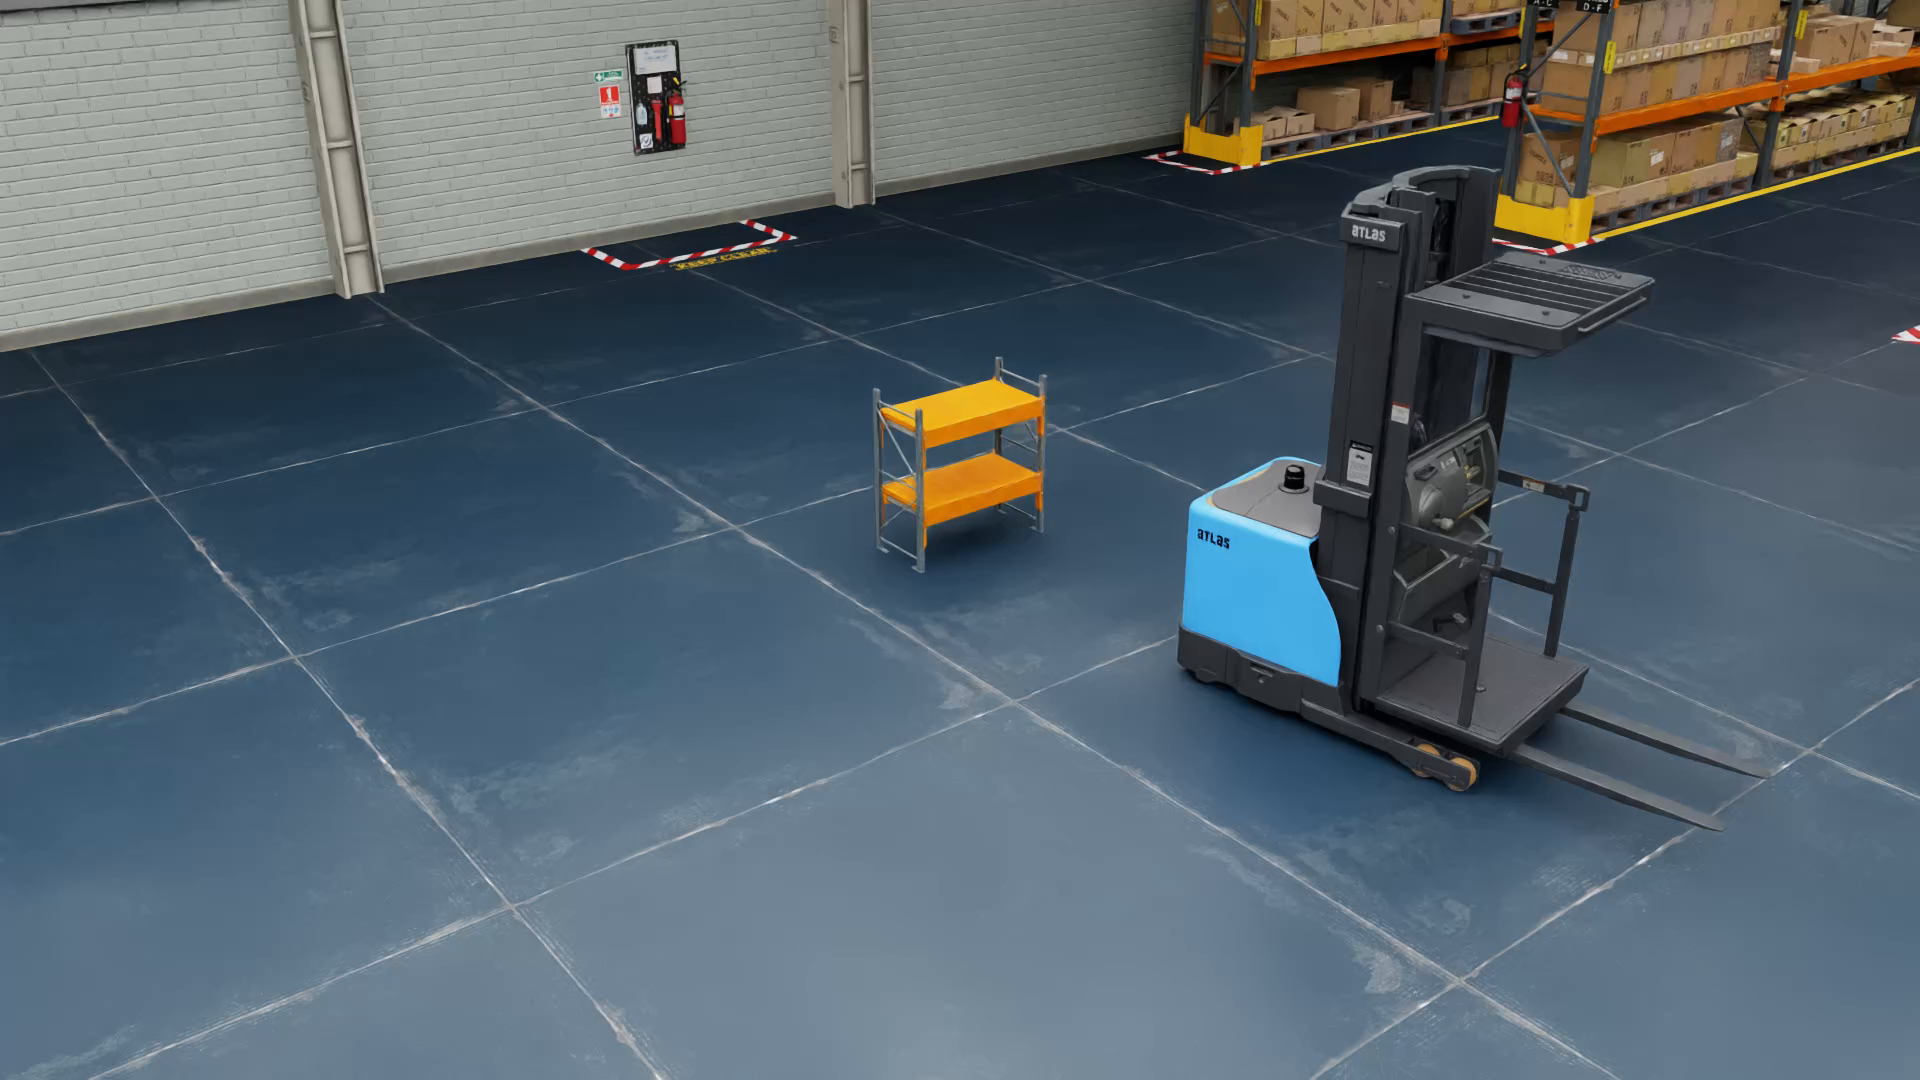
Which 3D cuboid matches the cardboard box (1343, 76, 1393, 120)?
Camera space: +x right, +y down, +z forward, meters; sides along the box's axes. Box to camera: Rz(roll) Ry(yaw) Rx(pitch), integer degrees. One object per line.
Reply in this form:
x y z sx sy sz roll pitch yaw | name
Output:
5.802 -6.302 23.712 0.500 0.500 0.500 -21 32 -38 | cardboard box

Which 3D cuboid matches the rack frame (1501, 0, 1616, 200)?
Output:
6.506 -4.840 18.115 0.127 3.000 1.000 -18 31 -34 | rack frame

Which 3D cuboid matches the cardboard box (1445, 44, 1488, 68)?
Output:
7.507 -7.237 24.836 0.500 0.250 0.500 -19 31 -35 | cardboard box

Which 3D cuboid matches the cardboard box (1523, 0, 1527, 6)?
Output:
8.411 -8.346 25.030 0.500 0.500 0.700 -18 31 -34 | cardboard box

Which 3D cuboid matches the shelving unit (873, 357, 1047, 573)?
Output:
0.005 -0.512 11.017 1.048 1.125 0.538 -18 31 -34 | shelving unit

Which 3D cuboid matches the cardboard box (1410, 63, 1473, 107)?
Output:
7.163 -6.781 24.745 0.500 0.500 0.700 -17 30 -32 | cardboard box

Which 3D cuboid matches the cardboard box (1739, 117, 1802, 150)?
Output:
10.132 -5.101 20.780 0.500 0.311 0.500 -18 30 -34 | cardboard box

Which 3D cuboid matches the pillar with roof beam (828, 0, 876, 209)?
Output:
1.398 -6.685 14.964 0.400 9.000 9.100 -18 31 -34 | pillar with roof beam

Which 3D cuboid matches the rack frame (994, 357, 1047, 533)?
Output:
0.405 -0.644 11.302 0.032 1.125 0.500 -18 31 -34 | rack frame

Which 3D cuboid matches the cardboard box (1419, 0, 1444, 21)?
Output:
6.413 -7.575 23.272 0.500 0.500 0.500 -18 31 -34 | cardboard box

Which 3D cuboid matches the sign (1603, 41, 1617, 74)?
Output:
6.844 -5.083 17.517 0.005 0.325 0.100 -18 31 -34 | sign

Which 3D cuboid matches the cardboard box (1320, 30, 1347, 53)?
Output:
4.830 -6.712 22.305 0.500 0.250 0.500 -19 31 -35 | cardboard box

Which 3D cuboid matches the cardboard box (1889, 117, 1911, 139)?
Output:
12.538 -5.644 22.615 0.500 0.250 0.500 -17 30 -33 | cardboard box

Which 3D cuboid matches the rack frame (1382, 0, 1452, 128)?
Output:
6.594 -7.519 23.888 0.127 3.000 1.000 -18 31 -34 | rack frame

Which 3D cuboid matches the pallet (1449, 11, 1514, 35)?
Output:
7.285 -7.582 24.252 1.213 0.211 1.003 -18 31 -34 | pallet

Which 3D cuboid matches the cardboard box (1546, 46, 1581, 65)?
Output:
6.689 -5.342 18.307 0.250 0.149 0.380 -19 31 -35 | cardboard box

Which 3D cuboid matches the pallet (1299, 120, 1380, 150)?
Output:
5.126 -5.749 23.387 1.213 0.211 1.003 -18 31 -34 | pallet

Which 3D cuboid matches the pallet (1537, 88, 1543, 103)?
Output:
9.126 -7.091 26.277 1.213 0.211 1.003 -18 31 -34 | pallet

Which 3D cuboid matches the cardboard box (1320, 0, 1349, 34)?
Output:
4.813 -7.043 22.125 0.500 0.500 0.500 -19 31 -36 | cardboard box

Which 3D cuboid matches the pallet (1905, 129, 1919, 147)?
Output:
13.412 -5.834 23.571 1.213 0.211 1.003 -18 31 -34 | pallet

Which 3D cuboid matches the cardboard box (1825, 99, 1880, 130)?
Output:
11.737 -5.631 21.920 0.500 0.311 0.500 -18 31 -34 | cardboard box

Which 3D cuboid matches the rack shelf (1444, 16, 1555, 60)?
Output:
8.168 -7.712 25.159 4.000 0.370 1.077 -18 31 -34 | rack shelf

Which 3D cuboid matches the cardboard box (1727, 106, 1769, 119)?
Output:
10.201 -5.414 21.453 0.500 0.311 0.500 -17 30 -33 | cardboard box

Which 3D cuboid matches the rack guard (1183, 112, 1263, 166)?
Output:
3.506 -5.366 22.218 0.348 0.500 1.175 -18 31 -34 | rack guard

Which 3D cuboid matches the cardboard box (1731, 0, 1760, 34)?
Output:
8.911 -6.264 19.523 0.500 0.500 0.700 -18 31 -34 | cardboard box

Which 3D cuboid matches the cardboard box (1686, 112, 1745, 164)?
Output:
9.023 -4.843 20.000 0.500 0.500 0.500 -18 31 -34 | cardboard box

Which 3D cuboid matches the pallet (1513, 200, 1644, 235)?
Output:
7.082 -3.788 19.160 1.213 0.211 1.003 -18 31 -34 | pallet

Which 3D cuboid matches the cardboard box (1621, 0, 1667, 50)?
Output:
7.333 -5.743 18.401 0.500 0.500 0.700 -19 31 -35 | cardboard box

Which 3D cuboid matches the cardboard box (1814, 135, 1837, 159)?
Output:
10.933 -5.113 21.471 0.500 0.250 0.500 -19 31 -36 | cardboard box

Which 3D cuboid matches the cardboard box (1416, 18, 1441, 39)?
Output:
6.408 -7.237 23.434 0.500 0.250 0.500 -18 30 -34 | cardboard box

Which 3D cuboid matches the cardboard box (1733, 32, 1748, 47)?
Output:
8.965 -5.876 19.458 0.250 0.149 0.380 -18 31 -34 | cardboard box

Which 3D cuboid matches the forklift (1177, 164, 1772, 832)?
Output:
2.678 -0.298 8.409 3.031 2.935 1.130 21 32 38 | forklift

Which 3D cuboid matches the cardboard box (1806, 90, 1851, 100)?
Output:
11.800 -5.938 22.582 0.500 0.311 0.500 -19 31 -35 | cardboard box

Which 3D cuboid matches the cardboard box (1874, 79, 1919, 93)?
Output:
13.392 -6.304 23.718 0.500 0.500 0.500 -17 30 -32 | cardboard box

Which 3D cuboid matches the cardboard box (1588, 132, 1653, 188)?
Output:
7.457 -4.319 18.870 0.500 0.500 0.500 -18 31 -34 | cardboard box

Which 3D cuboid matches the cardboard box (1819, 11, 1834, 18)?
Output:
15.548 -9.478 30.579 0.500 0.500 0.700 -18 31 -34 | cardboard box

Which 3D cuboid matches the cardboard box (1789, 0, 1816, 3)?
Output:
15.523 -9.871 30.655 0.250 0.149 0.380 -18 30 -34 | cardboard box

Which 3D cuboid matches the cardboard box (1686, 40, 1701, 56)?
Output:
8.158 -5.609 18.883 0.250 0.149 0.380 -18 30 -34 | cardboard box

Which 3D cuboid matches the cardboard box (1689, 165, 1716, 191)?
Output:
8.639 -4.368 19.866 0.500 0.250 0.500 -18 31 -34 | cardboard box

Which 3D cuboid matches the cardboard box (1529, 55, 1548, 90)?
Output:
8.730 -7.324 25.915 0.500 0.500 0.700 -18 31 -34 | cardboard box

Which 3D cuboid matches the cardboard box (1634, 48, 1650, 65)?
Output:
7.351 -5.344 18.312 0.250 0.149 0.380 -18 30 -34 | cardboard box

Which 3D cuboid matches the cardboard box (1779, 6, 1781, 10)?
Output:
14.526 -9.541 29.944 0.250 0.149 0.380 -18 30 -34 | cardboard box

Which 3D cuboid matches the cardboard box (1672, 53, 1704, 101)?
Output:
8.098 -5.405 19.215 0.500 0.500 0.700 -17 30 -33 | cardboard box

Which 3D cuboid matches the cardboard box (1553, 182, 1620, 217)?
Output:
7.065 -3.849 18.747 0.500 0.250 0.500 -18 31 -34 | cardboard box

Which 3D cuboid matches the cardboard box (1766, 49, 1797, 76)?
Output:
10.014 -5.953 20.692 0.500 0.250 0.500 -16 29 -31 | cardboard box

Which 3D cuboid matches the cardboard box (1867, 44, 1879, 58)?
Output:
11.832 -6.454 21.892 0.250 0.149 0.380 -16 29 -30 | cardboard box
